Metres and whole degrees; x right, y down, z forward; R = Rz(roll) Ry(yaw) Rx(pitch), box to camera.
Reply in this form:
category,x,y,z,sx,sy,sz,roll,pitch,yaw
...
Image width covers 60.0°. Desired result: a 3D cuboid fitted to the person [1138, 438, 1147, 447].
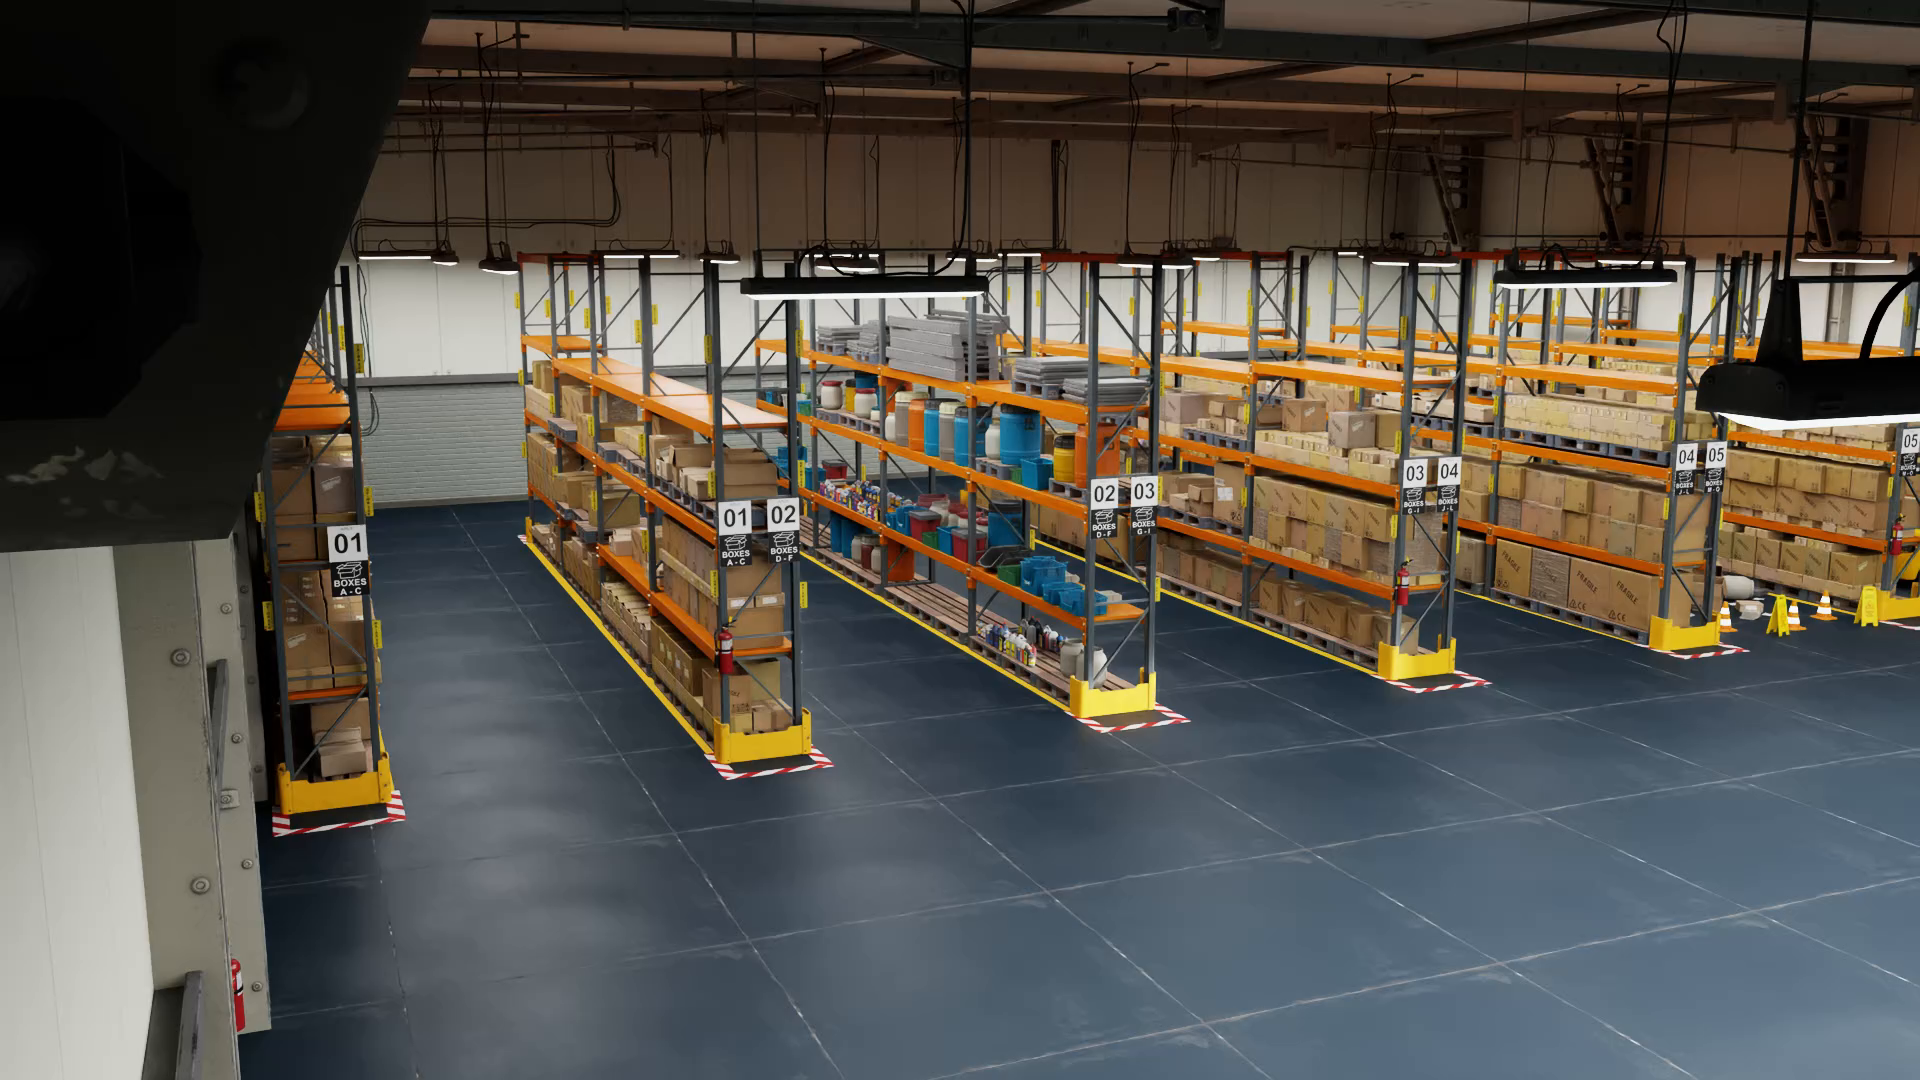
category,x,y,z,sx,sy,sz,roll,pitch,yaw
person,4.465,-1.973,41.470,0.474,1.644,0.610,9,14,40

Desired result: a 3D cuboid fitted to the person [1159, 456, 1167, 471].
category,x,y,z,sx,sy,sz,roll,pitch,yaw
person,4.356,-1.336,37.824,0.703,1.626,0.706,-2,11,-13
